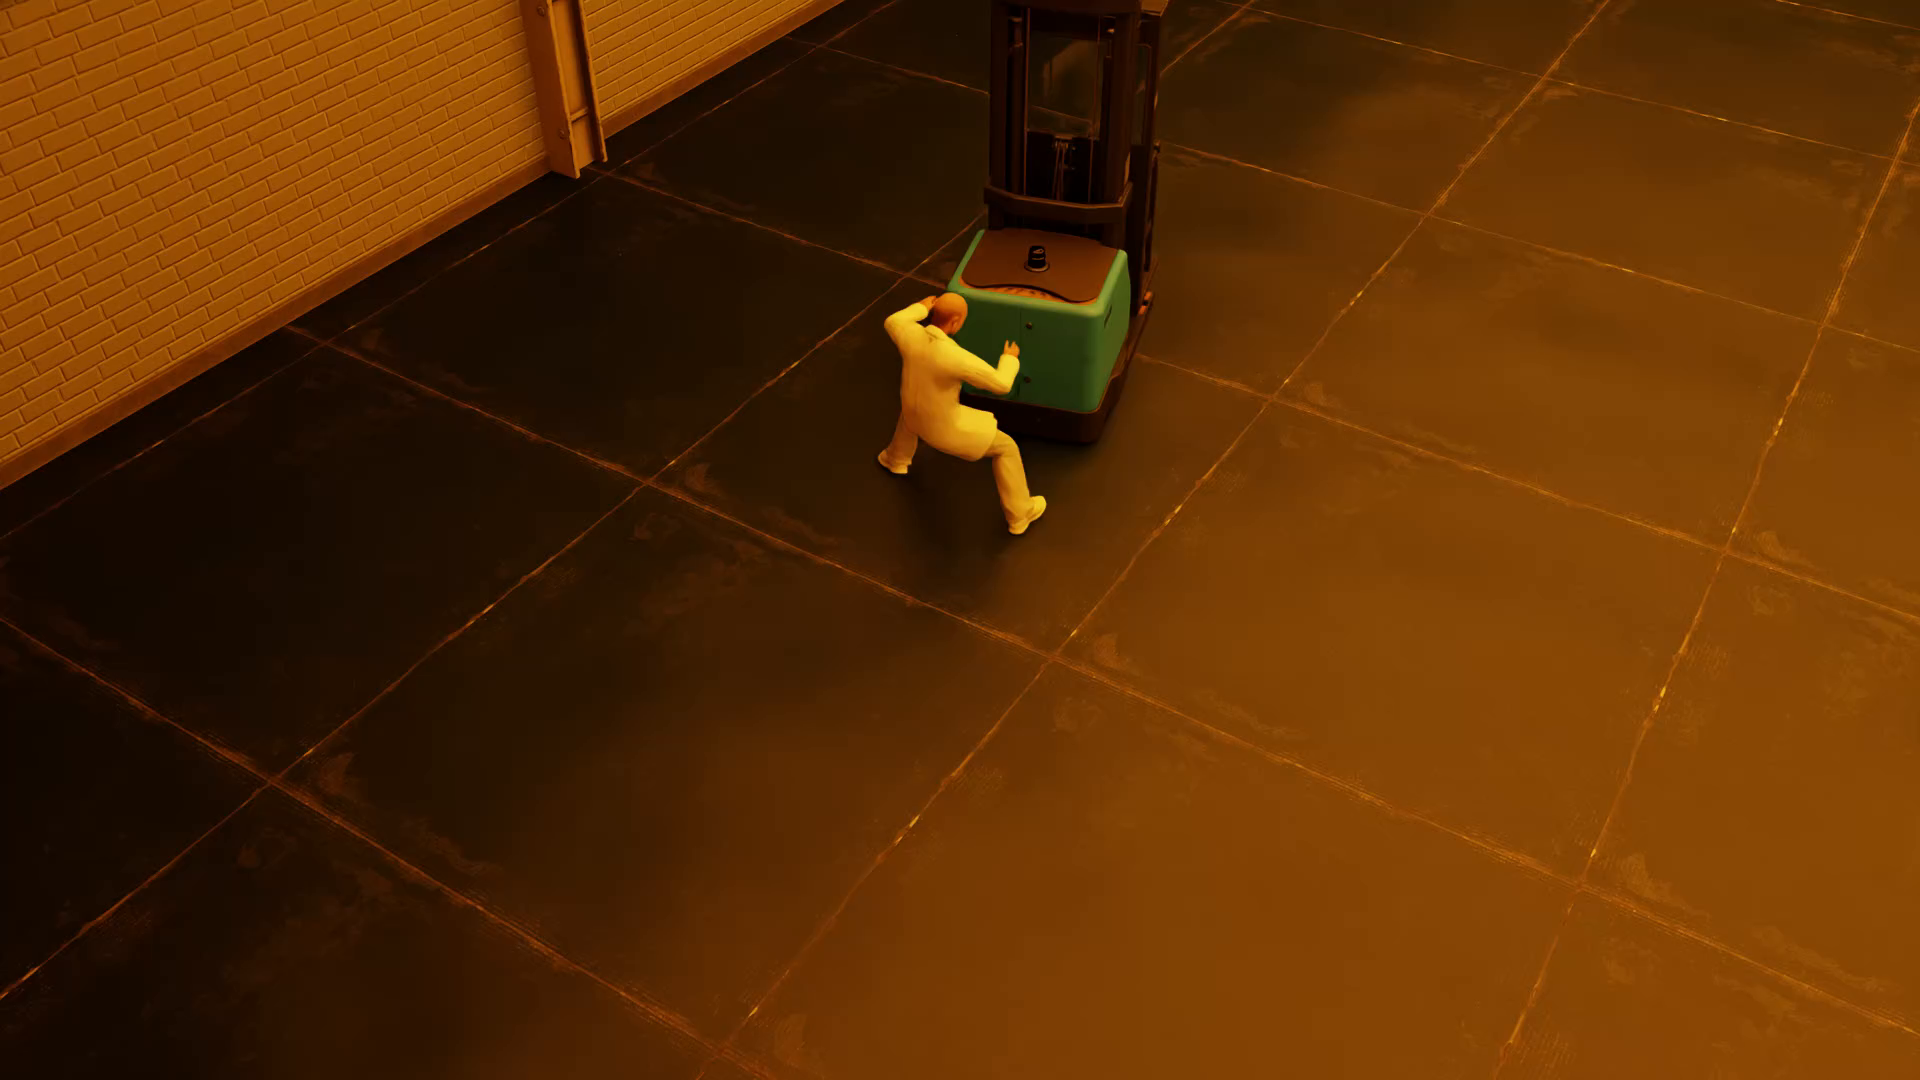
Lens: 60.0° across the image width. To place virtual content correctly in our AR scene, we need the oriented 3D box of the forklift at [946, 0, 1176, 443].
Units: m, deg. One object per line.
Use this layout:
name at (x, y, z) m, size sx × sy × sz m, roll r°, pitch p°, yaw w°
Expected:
forklift at (0.799, -2.714, 11.169) m, size 1.130 × 2.935 × 3.031 m, roll 11°, pitch 41°, yaw 12°

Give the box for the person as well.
person at (-0.038, -0.888, 10.094) m, size 0.740 × 1.534 × 1.178 m, roll -33°, pitch 50°, yaw -32°
